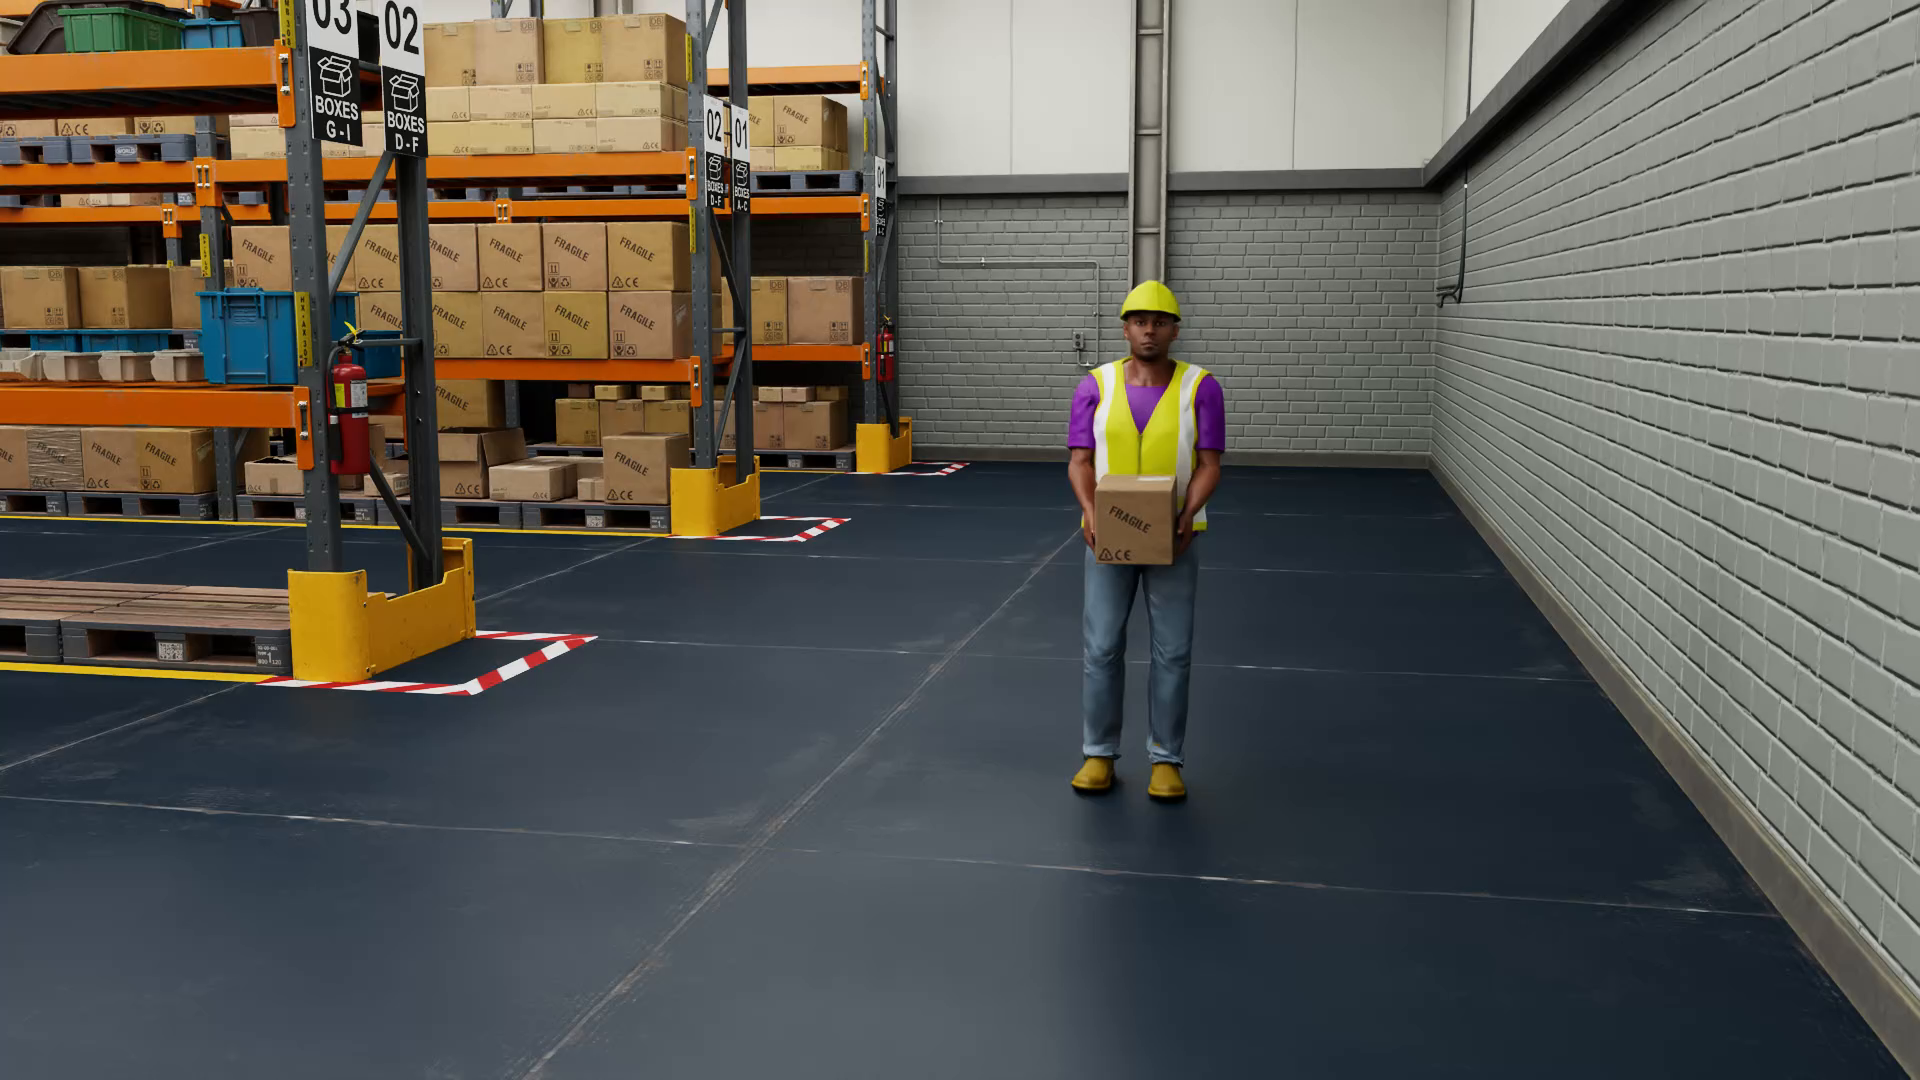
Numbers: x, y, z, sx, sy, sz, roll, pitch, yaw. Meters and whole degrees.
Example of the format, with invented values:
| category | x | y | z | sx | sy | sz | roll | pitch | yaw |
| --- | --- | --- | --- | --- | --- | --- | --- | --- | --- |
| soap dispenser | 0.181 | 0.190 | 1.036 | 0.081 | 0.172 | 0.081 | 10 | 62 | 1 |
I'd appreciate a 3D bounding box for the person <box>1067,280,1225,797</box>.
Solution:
| category | x | y | z | sx | sy | sz | roll | pitch | yaw |
| --- | --- | --- | --- | --- | --- | --- | --- | --- | --- |
| person | 0.626 | 0.001 | 5.708 | 0.542 | 1.770 | 0.551 | 2 | 8 | 11 |
